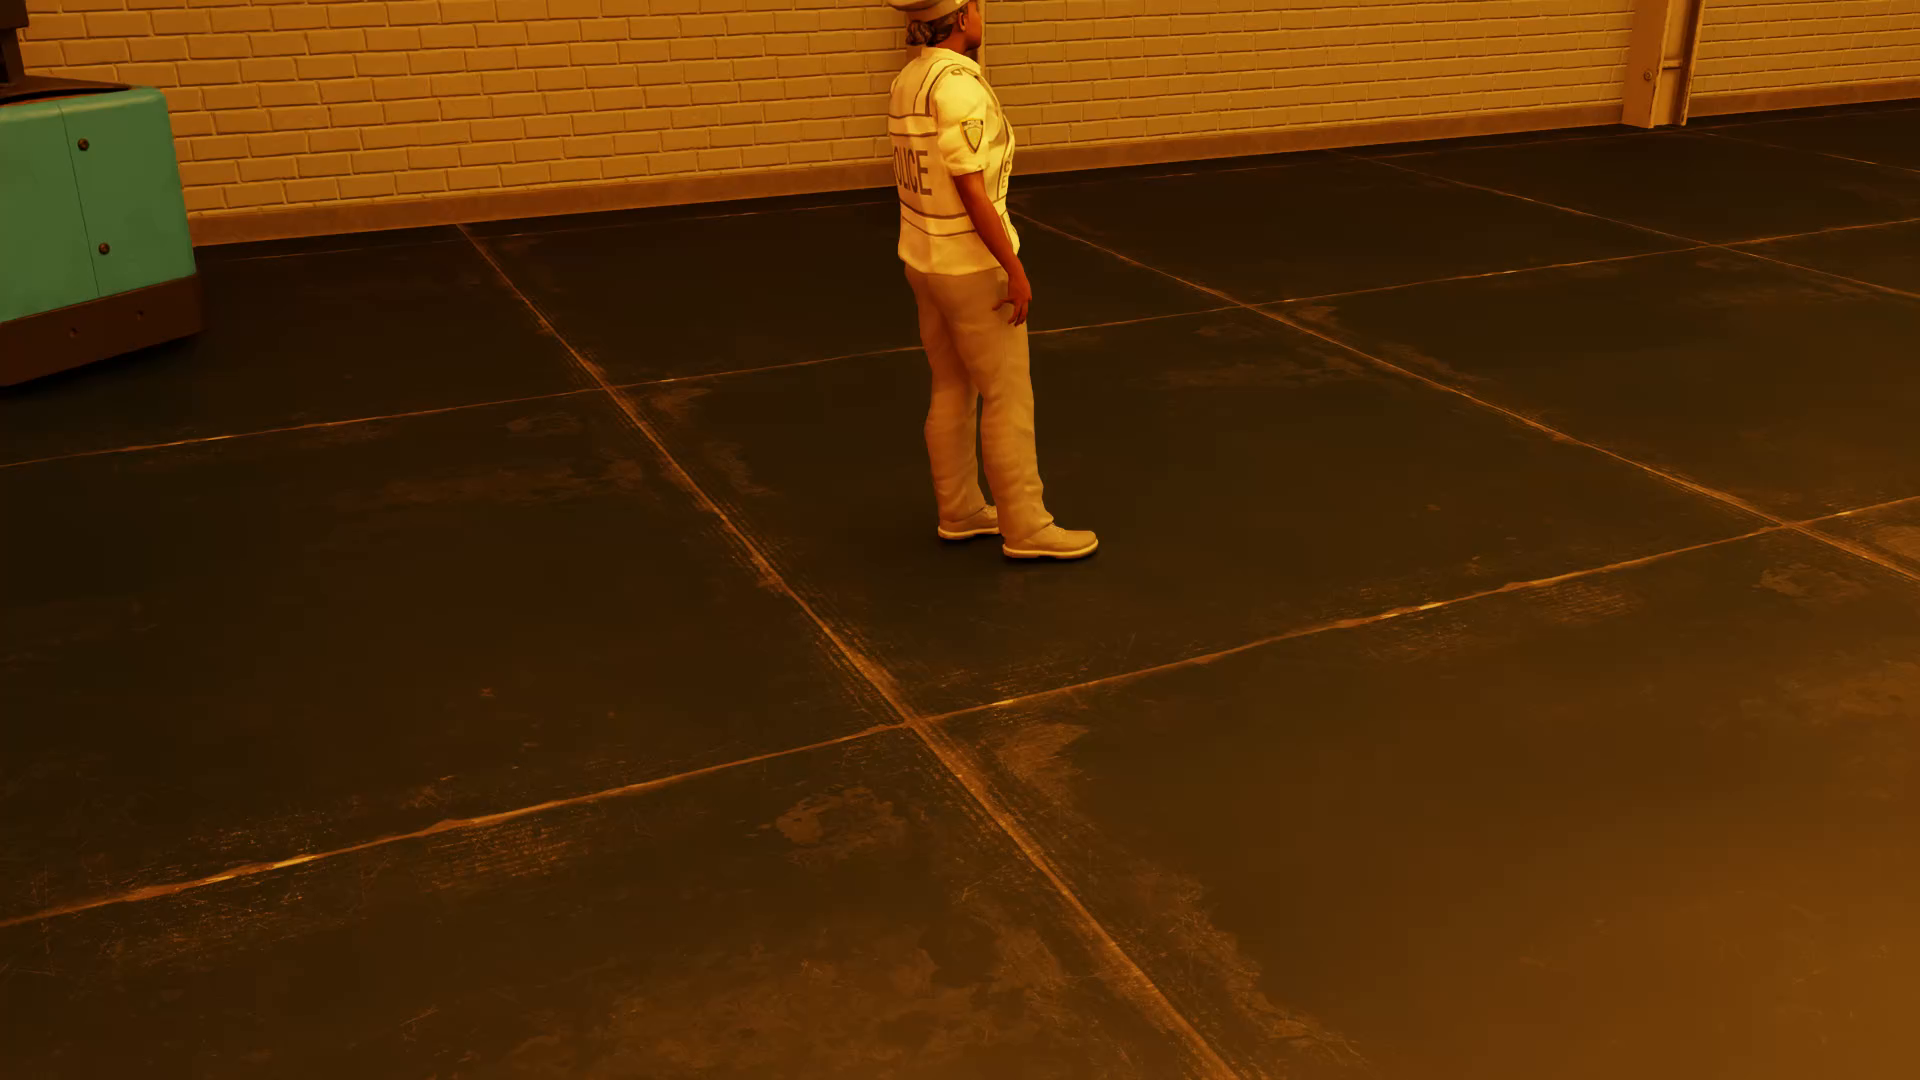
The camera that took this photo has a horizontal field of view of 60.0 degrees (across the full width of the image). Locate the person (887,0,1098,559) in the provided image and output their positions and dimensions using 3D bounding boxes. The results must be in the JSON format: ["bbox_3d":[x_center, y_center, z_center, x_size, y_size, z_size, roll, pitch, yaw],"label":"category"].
[{"bbox_3d":[0.077,-0.795,4.791,0.528,1.695,0.569,-10,25,-23],"label":"person"}]

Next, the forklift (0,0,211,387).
[{"bbox_3d":[-4.744,-2.295,6.812,3.031,2.935,1.130,11,25,26],"label":"forklift"}]
